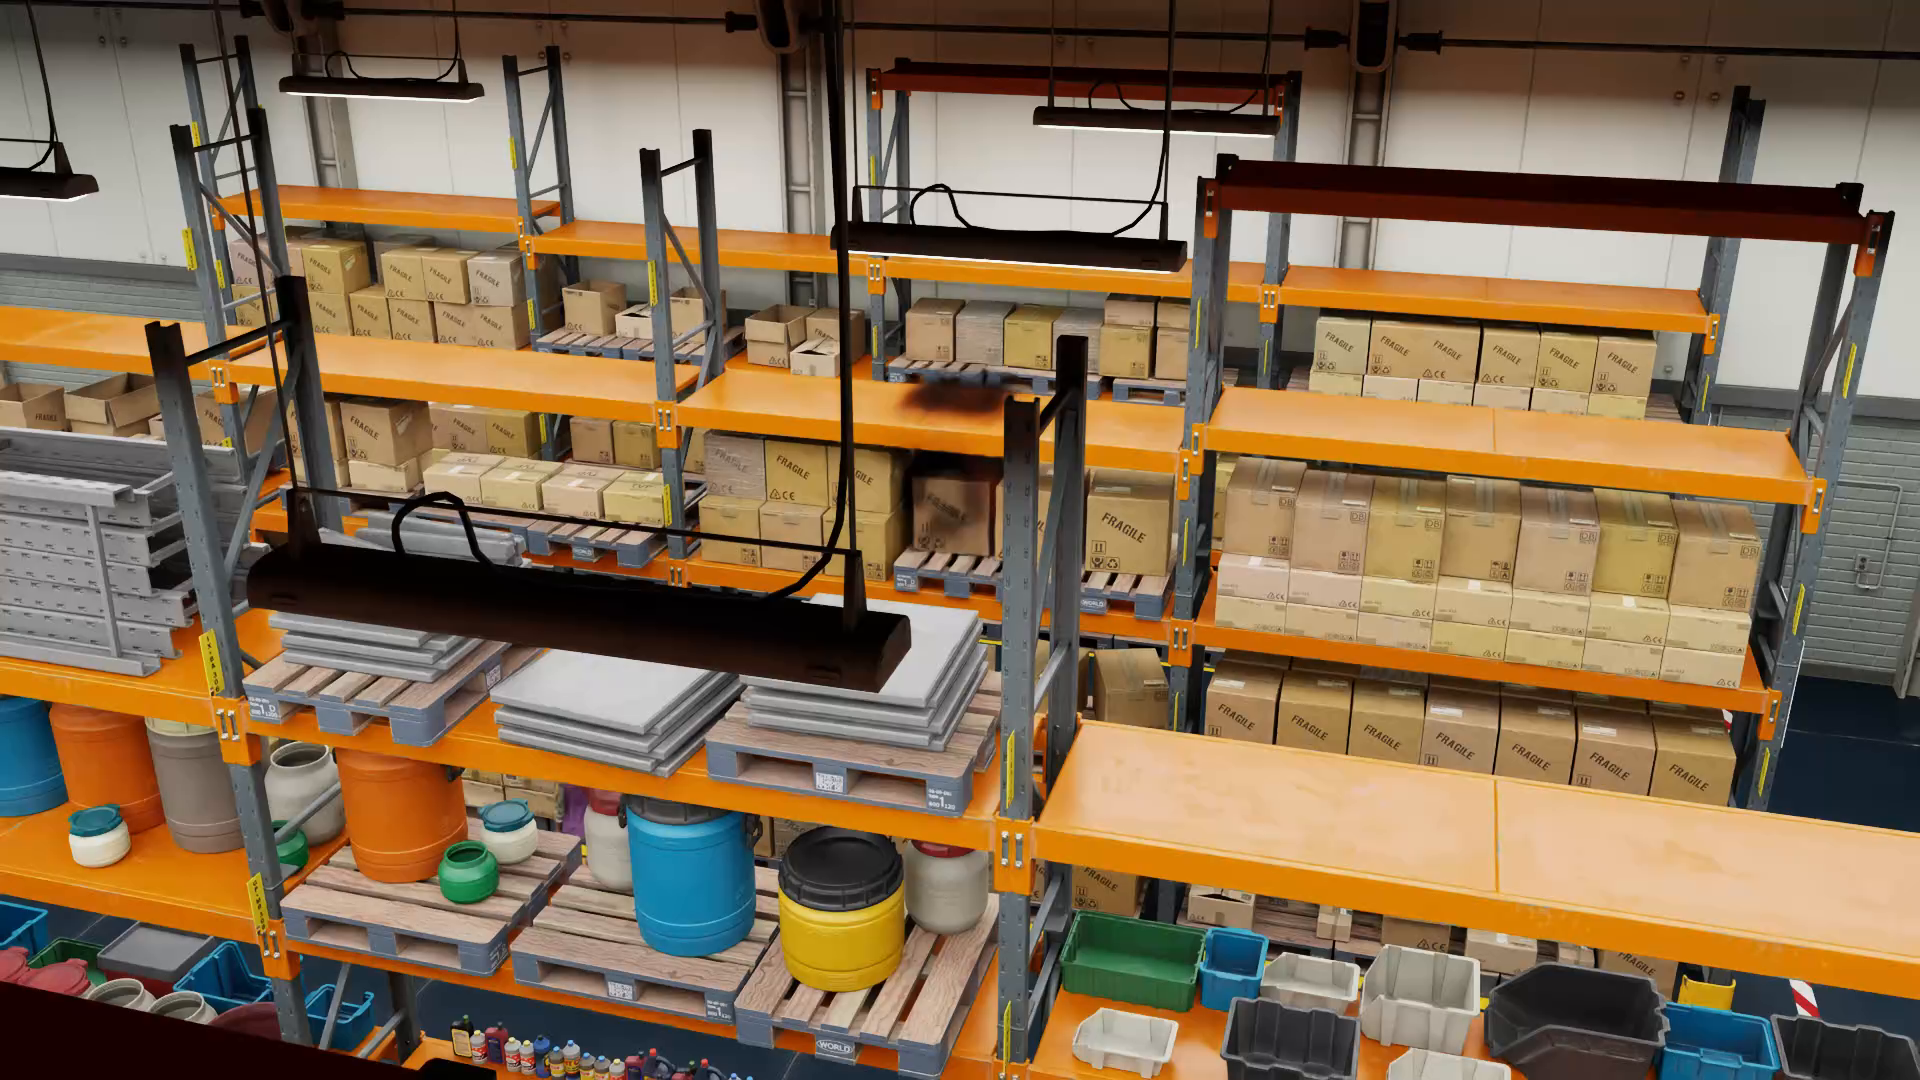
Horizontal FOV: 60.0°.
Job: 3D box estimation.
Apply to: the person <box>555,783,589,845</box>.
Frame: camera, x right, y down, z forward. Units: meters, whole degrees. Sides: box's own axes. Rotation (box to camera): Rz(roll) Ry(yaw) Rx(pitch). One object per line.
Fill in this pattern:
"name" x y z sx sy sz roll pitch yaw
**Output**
"person" -2.941 2.252 12.929 0.513 1.609 0.393 1 23 3
